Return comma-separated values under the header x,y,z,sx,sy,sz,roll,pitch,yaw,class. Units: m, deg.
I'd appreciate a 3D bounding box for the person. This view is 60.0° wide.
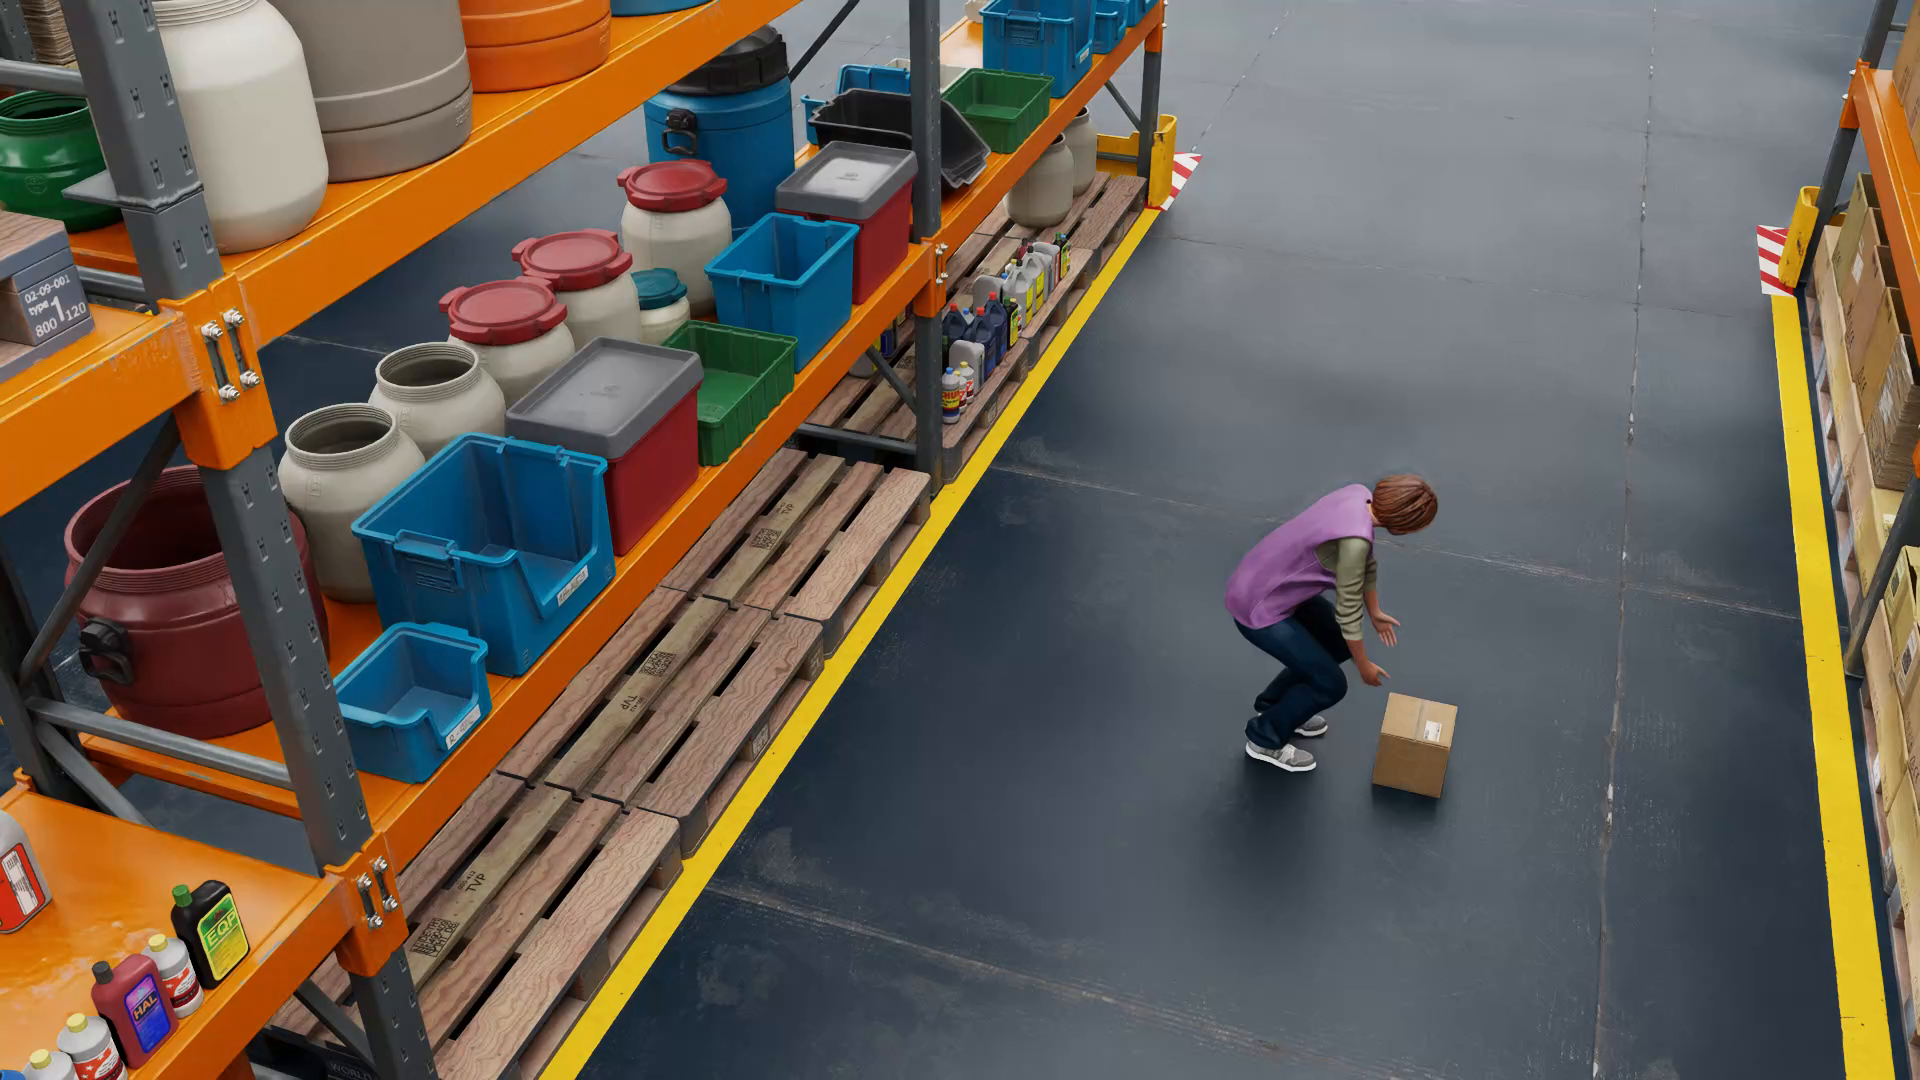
x,y,z,sx,sy,sz,roll,pitch,yaw,class
1.314,0.267,6.088,0.688,1.227,0.462,11,35,16,person
